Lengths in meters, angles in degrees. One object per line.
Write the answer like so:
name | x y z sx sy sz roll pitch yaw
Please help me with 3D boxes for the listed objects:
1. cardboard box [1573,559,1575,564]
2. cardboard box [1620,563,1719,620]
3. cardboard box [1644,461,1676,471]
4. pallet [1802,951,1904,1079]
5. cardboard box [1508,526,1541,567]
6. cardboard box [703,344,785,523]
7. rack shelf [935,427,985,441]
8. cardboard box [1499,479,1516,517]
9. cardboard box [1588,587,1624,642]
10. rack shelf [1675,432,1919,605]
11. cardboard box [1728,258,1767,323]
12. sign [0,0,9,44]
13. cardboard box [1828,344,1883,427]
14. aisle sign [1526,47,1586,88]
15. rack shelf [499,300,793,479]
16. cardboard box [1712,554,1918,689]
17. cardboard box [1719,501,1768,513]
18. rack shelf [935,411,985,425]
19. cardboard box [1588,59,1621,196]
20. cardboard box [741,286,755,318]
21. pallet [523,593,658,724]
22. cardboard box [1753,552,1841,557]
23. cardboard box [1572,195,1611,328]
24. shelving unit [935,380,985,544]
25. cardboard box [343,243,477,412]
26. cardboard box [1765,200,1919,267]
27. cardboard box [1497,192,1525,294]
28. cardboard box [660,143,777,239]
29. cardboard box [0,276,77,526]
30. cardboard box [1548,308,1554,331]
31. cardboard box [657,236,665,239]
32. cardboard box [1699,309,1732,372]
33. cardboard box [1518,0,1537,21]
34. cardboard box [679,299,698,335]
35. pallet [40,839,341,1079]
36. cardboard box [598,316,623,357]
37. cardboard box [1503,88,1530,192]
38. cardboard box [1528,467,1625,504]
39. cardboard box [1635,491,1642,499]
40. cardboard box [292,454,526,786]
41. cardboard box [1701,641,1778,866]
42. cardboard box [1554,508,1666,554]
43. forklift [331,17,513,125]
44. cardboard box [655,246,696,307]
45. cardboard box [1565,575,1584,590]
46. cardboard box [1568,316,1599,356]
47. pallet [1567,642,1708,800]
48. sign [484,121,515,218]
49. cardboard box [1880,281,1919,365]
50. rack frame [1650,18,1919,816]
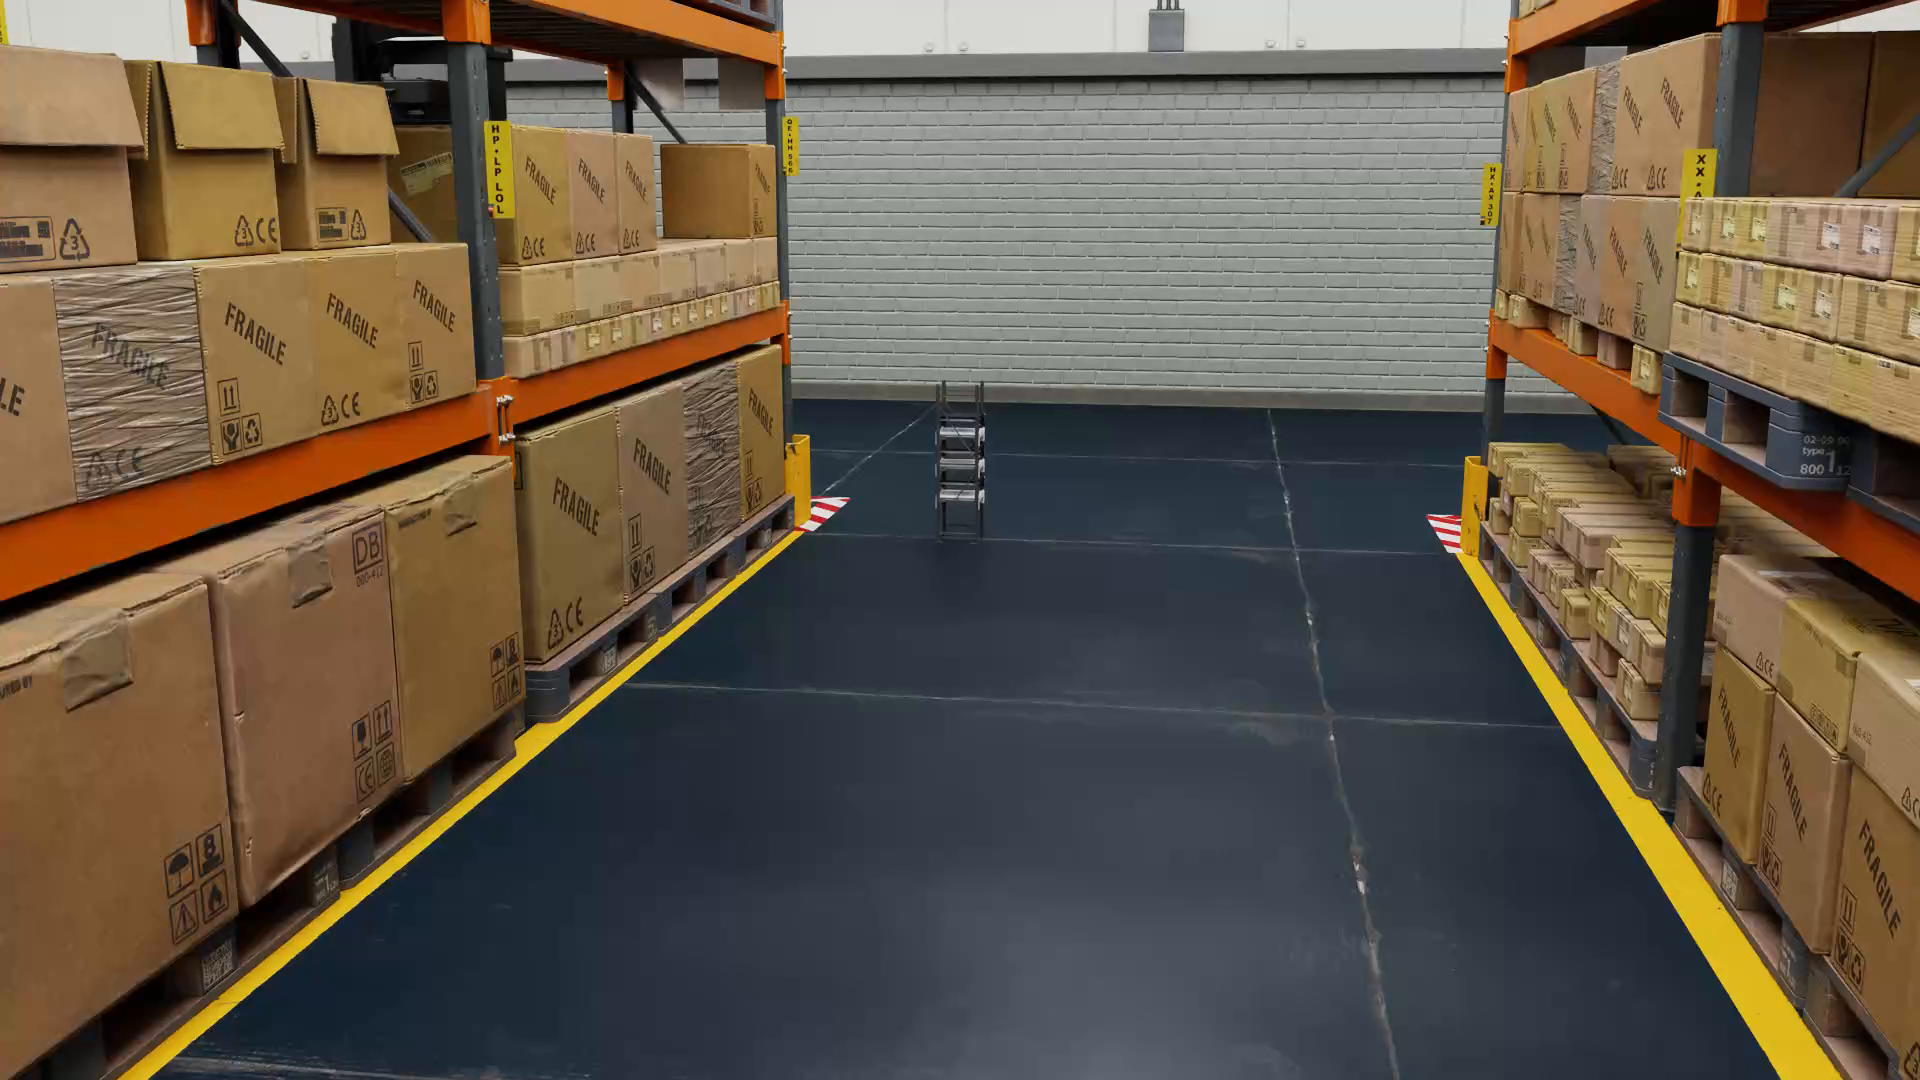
cardboard box | 2.853 0.066 7.129 0.380 0.149 0.250 2 12 11
cardboard box | 2.563 0.185 5.873 0.380 0.149 0.250 2 12 9
cardboard box | 3.540 -0.284 8.048 0.380 0.149 0.250 2 12 7
pallet | 2.462 1.204 3.403 1.003 0.211 1.213 2 12 9
cardboard box | 2.846 0.038 7.969 0.380 0.149 0.250 2 12 9
cardboard box | -1.524 -0.621 9.300 0.875 0.875 0.875 2 12 9
rack shelf | 0.001 -0.585 9.376 0.258 0.077 0.200 2 12 9
cardboard box | 2.949 -0.209 8.409 0.380 0.149 0.250 2 12 8
cardboard box | 2.553 0.278 6.145 0.380 0.149 0.250 1 12 7
rack shelf | 2.458 0.192 3.188 1.077 0.370 4.000 2 12 9
cardboard box | 2.174 -0.629 4.183 0.380 0.149 0.250 2 12 10
sign | -5.852 -3.151 10.123 0.100 0.325 0.005 2 12 9
cardboard box | 2.055 -0.319 3.453 0.380 0.149 0.250 2 12 8
aisle sign | 3.096 -2.704 8.749 0.394 0.787 0.004 2 12 9
rack shelf | -1.812 -0.822 7.895 1.077 0.370 4.000 2 12 9
cardboard box | 2.391 0.220 4.510 0.500 0.250 0.500 1 12 6
cardboard box | 3.289 -0.067 7.044 0.380 0.149 0.250 2 12 9
rack shelf | 0.001 -0.673 9.357 0.258 0.077 0.200 2 12 9
cardboard box | 2.738 -1.579 6.384 0.500 0.500 0.500 2 12 10
cardboard box | -1.312 -1.276 8.889 0.380 0.149 0.250 2 12 9
pallet | -1.925 0.450 6.904 1.003 0.211 1.213 2 12 9
cardboard box | 3.115 0.147 6.048 0.380 0.149 0.250 2 12 8
cardboard box | 2.720 -1.091 6.493 0.500 0.500 0.500 2 12 8
shelving unit | 0.001 -0.442 9.406 0.258 0.900 0.210 2 12 9
cardboard box | -1.922 -0.700 5.384 0.500 0.500 0.500 2 12 9
cardboard box | 2.131 -0.718 3.894 0.380 0.149 0.250 2 12 8
cardboard box | 3.039 -1.518 8.474 0.500 0.500 0.500 2 12 11
cardboard box | -1.320 -1.919 9.146 0.500 0.500 0.500 2 12 9
cardboard box | -2.239 -0.280 3.435 0.500 0.500 0.500 2 12 8
cardboard box | 3.010 -1.062 7.895 0.380 0.149 0.250 2 12 11
cardboard box | -1.845 -1.571 9.312 0.500 0.250 0.500 2 12 7
cardboard box | 2.214 -0.533 4.446 0.380 0.149 0.250 2 12 10
cardboard box | 3.059 -2.716 8.212 0.500 0.250 0.500 2 12 11
cardboard box | -1.469 -1.064 7.907 0.380 0.149 0.250 2 12 10
pallet | -2.349 1.024 4.242 1.003 0.211 1.213 2 12 9
cardboard box | -1.626 -0.850 6.912 0.380 0.149 0.250 2 12 7
cardboard box | 3.050 -2.006 8.367 0.500 0.500 0.500 2 12 8
cardboard box | 2.919 -0.249 7.885 0.380 0.149 0.250 1 12 6
cardboard box | 3.504 -0.138 8.077 0.380 0.149 0.250 1 12 6
cardboard box | -2.198 0.210 5.446 1.225 0.875 0.875 2 12 9
cardboard box | 2.390 0.586 4.589 0.500 0.500 0.500 2 12 11
cardboard box | 2.691 -0.034 6.891 0.380 0.149 0.250 1 12 7
forklift | -3.089 -1.394 9.006 1.130 2.935 3.031 2 12 9
cardboard box | -1.549 -1.232 7.742 0.500 0.250 0.500 2 12 9
cardboard box | 2.755 0.253 6.972 0.380 0.149 0.250 2 12 10
cardboard box | 2.748 -0.848 6.902 0.380 0.149 0.250 2 12 10
pallet | 2.834 0.647 5.992 1.003 0.211 1.213 2 12 9
sign | -1.582 -1.269 5.701 0.100 0.325 0.005 2 12 9
cardboard box | 2.012 -0.411 3.172 0.380 0.149 0.250 2 12 8
rack frame | 2.766 -0.576 5.044 1.000 3.000 0.127 2 12 9
